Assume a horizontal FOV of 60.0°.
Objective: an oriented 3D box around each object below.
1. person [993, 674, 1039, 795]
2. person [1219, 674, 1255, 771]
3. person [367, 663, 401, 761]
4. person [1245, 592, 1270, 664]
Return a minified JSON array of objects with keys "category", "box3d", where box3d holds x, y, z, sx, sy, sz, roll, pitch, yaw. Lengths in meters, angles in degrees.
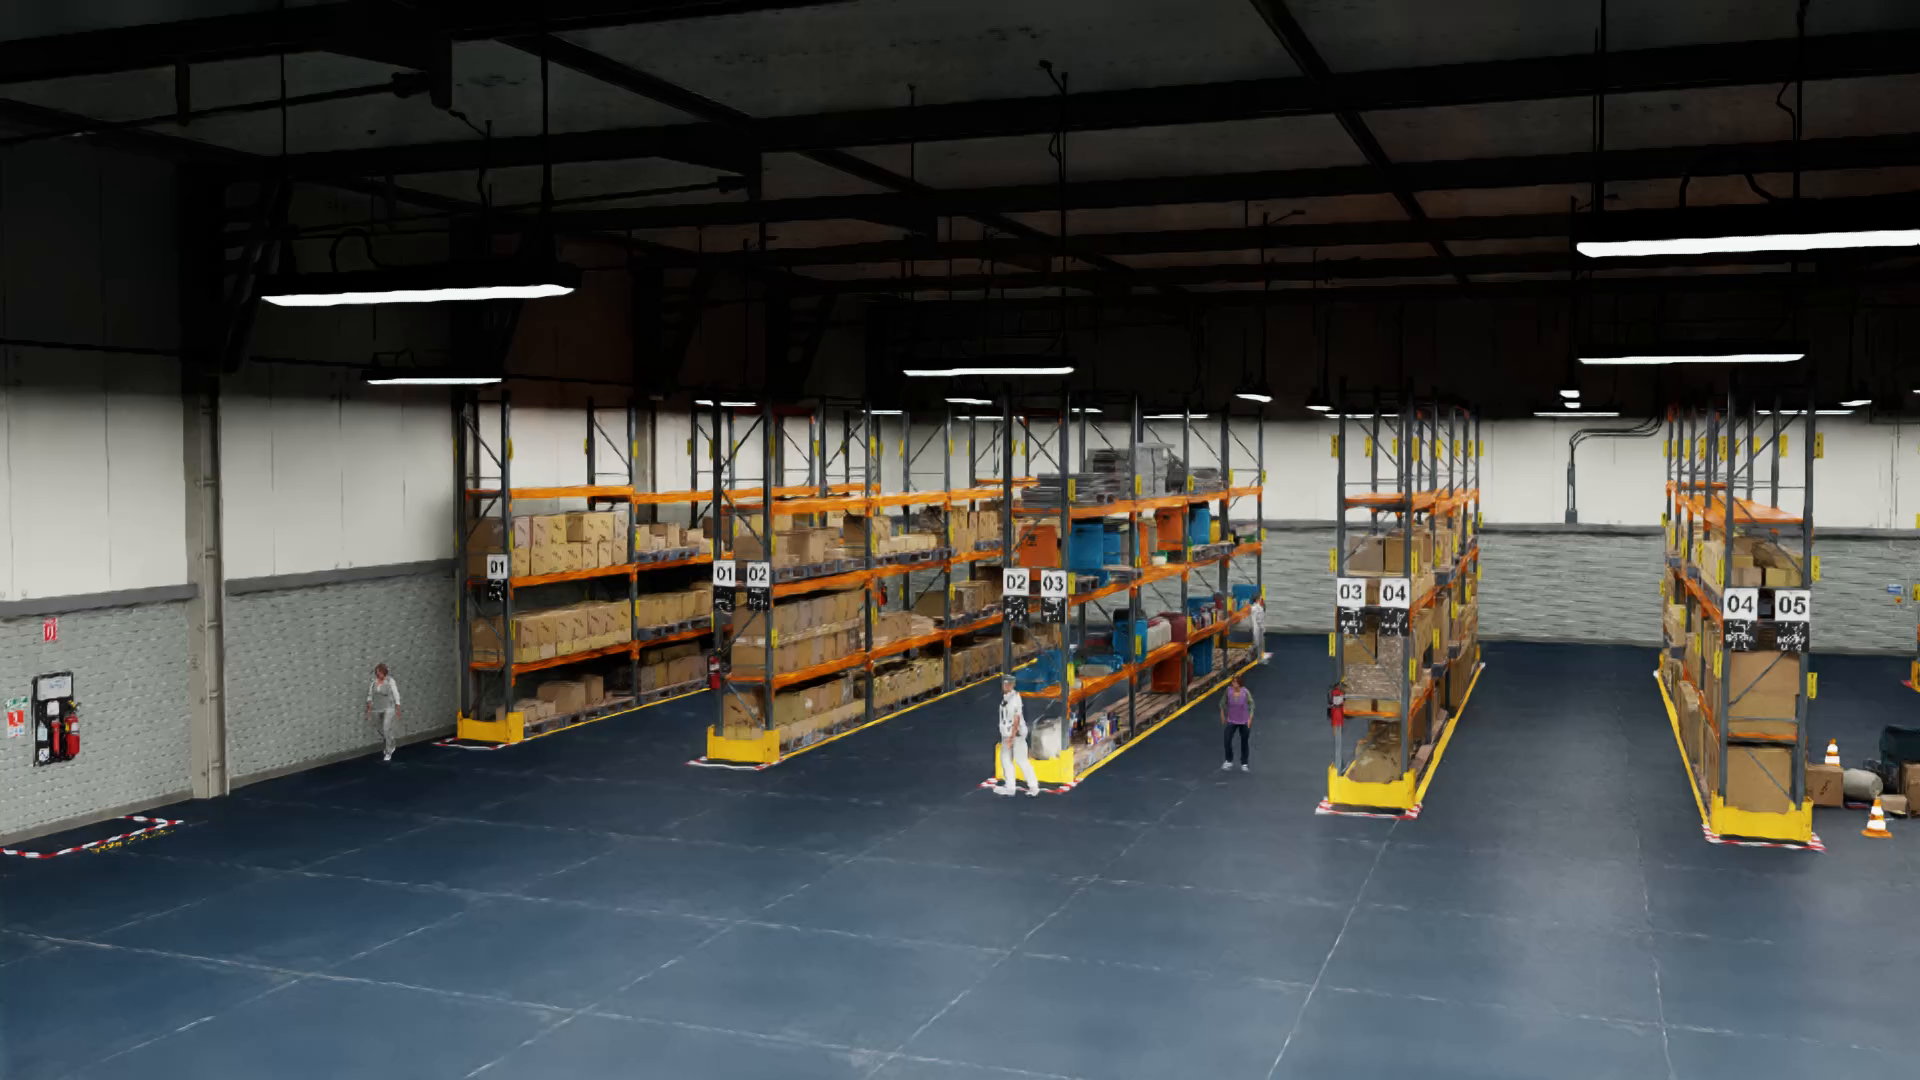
[{"category":"person","box3d":[0.818,2.809,24.014,0.635,1.738,0.587,-1,3,-14]},{"category":"person","box3d":[4.294,2.819,25.754,0.566,1.541,0.519,1,3,18]},{"category":"person","box3d":[-9.250,2.744,26.876,0.544,1.562,0.608,1,3,12]},{"category":"person","box3d":[6.865,2.044,38.497,0.493,1.673,0.584,2,4,30]}]
